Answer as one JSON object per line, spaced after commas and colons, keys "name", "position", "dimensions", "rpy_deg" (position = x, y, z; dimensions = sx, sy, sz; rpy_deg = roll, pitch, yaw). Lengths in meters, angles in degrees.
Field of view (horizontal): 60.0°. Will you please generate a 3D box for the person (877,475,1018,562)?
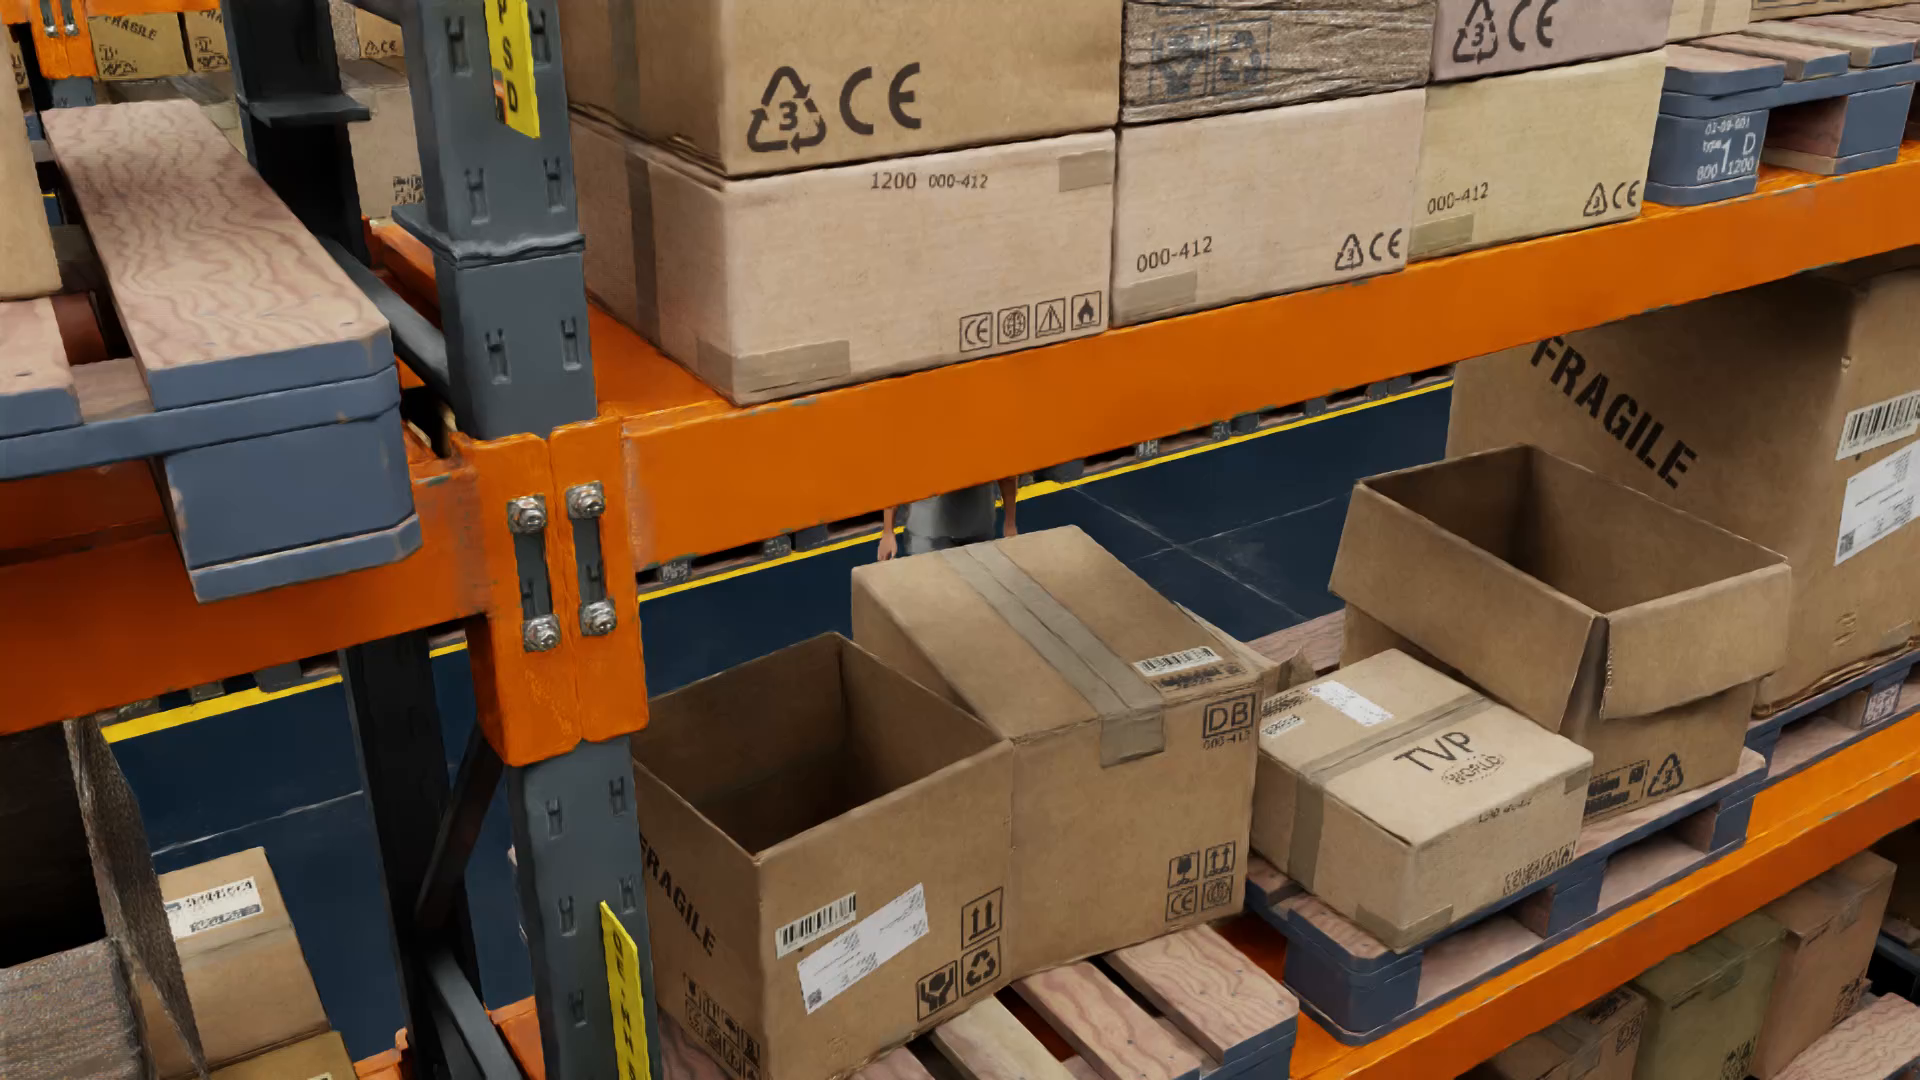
{"name": "person", "position": [-0.024, -0.023, 6.102], "dimensions": [0.577, 1.667, 0.569], "rpy_deg": [-11, 27, -22]}
